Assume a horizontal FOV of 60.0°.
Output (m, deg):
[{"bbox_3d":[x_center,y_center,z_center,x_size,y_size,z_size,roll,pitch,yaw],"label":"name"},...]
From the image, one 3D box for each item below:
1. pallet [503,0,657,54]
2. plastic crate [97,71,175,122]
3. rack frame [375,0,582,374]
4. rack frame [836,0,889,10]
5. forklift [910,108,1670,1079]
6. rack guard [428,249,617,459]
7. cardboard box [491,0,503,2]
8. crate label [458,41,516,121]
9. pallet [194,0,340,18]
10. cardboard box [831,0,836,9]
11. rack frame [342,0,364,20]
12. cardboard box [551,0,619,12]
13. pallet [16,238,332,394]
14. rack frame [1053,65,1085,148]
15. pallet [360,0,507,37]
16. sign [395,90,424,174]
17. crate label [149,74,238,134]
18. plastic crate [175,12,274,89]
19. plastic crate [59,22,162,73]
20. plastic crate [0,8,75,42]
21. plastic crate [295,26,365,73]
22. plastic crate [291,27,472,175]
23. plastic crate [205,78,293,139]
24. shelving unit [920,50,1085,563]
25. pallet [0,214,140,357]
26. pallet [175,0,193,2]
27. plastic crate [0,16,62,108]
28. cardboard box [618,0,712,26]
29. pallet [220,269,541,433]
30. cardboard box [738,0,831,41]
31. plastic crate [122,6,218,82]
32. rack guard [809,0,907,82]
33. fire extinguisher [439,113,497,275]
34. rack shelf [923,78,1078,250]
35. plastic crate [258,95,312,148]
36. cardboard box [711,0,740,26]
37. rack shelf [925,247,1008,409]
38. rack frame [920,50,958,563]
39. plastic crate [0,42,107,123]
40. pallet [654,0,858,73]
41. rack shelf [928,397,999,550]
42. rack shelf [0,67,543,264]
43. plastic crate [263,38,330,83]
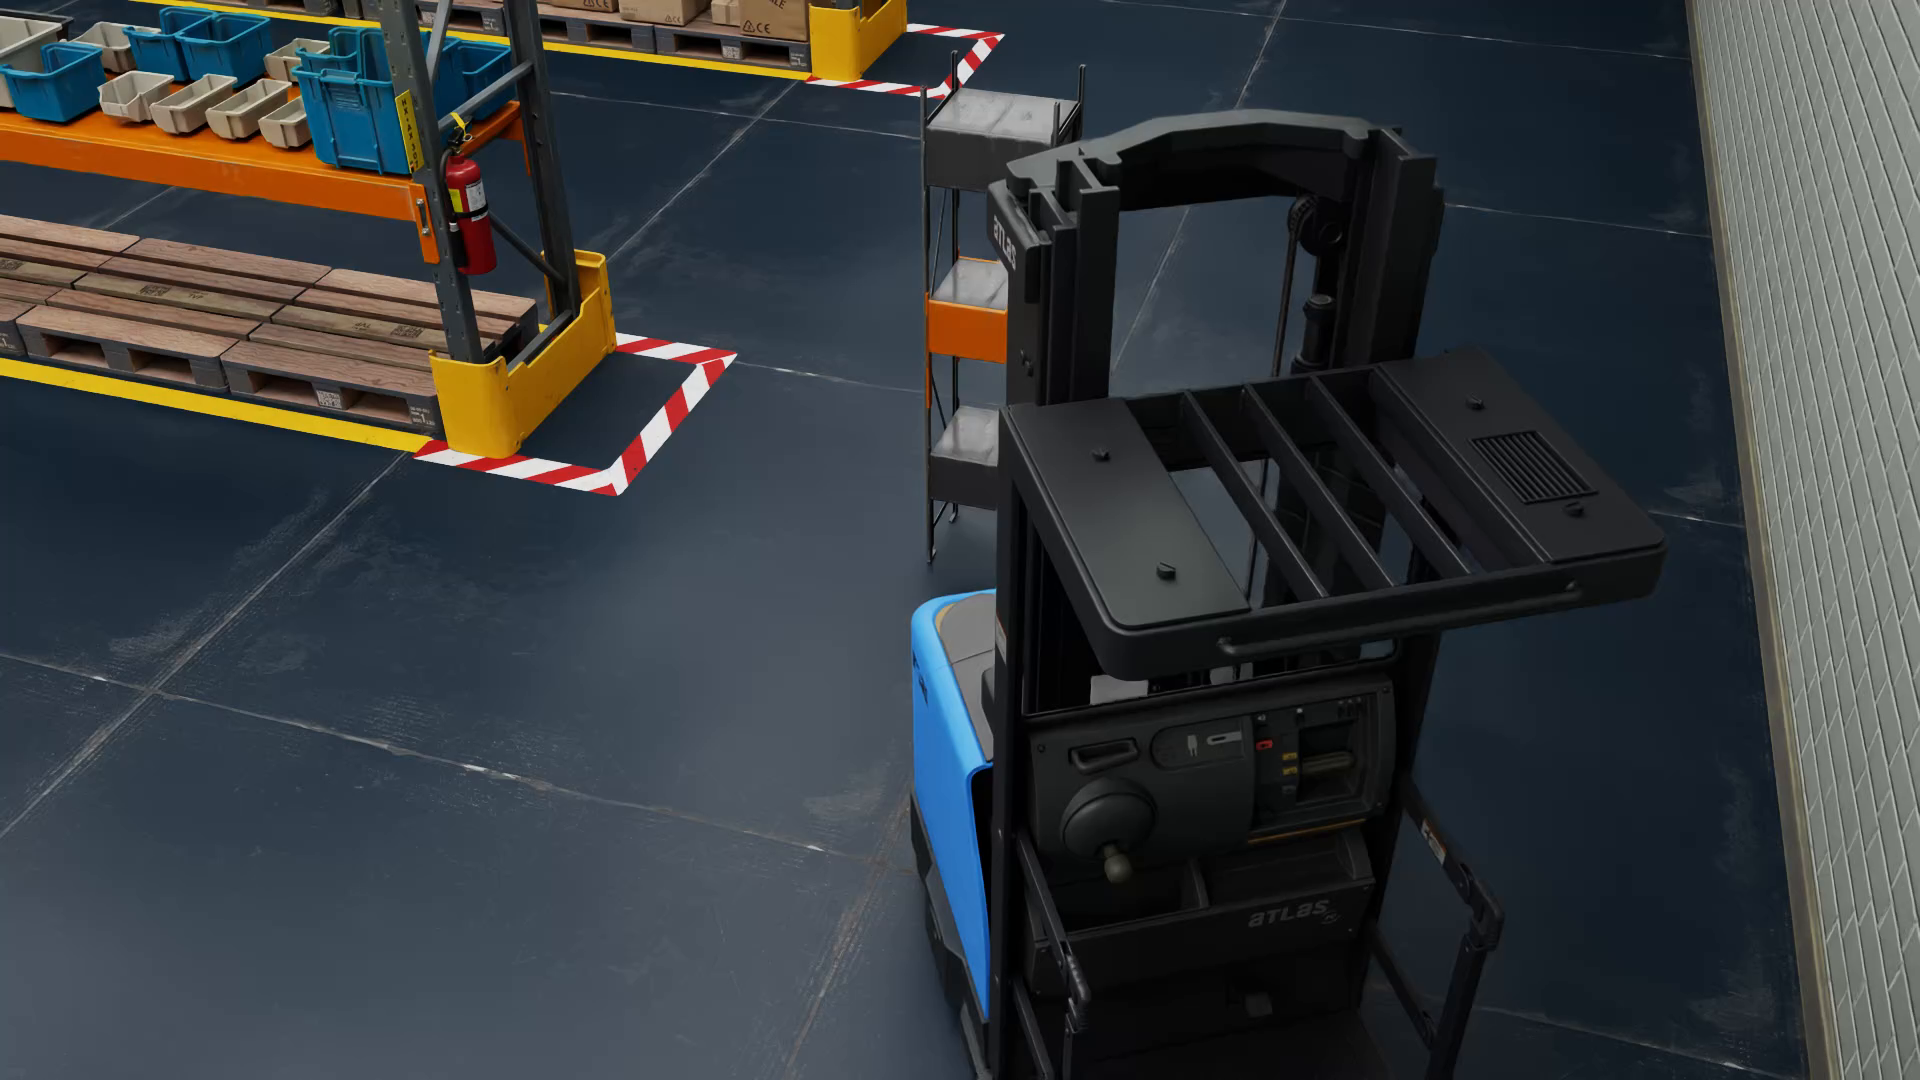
[{"bbox_3d":[-2.638,-3.983,12.484,1.213,0.211,1.003,10,38,14],"label":"pallet"},{"bbox_3d":[-3.790,-2.030,7.649,0.250,0.136,0.298,10,38,14],"label":"plastic crate"},{"bbox_3d":[-2.124,-1.934,7.347,0.127,3.000,1.000,10,38,14],"label":"rack frame"},{"bbox_3d":[-0.643,-4.736,11.154,0.127,3.000,1.000,10,38,14],"label":"rack frame"},{"bbox_3d":[0.679,0.651,3.892,1.130,2.935,3.031,-8,37,-11],"label":"forklift"},{"bbox_3d":[-2.097,-0.930,8.092,0.348,0.500,1.175,10,38,14],"label":"rack guard"},{"bbox_3d":[-3.297,-4.135,12.357,0.250,0.166,0.380,10,38,14],"label":"cardboard box"},{"bbox_3d":[-2.261,-2.120,7.691,0.303,0.233,0.416,10,38,14],"label":"crate label"},{"bbox_3d":[-5.249,-4.442,13.107,1.213,0.211,1.003,10,38,14],"label":"pallet"},{"bbox_3d":[-0.941,-4.033,12.233,0.250,0.149,0.380,10,38,14],"label":"cardboard box"},{"bbox_3d":[-4.461,-5.443,12.114,0.127,3.000,1.000,10,38,14],"label":"rack frame"},{"bbox_3d":[-2.667,-4.285,12.277,0.637,0.503,0.797,10,38,14],"label":"cardboard box"},{"bbox_3d":[-4.060,-1.195,8.696,1.213,0.211,1.003,10,38,14],"label":"pallet"},{"bbox_3d":[0.391,-0.773,6.529,0.015,2.100,0.400,10,38,14],"label":"rack frame"},{"bbox_3d":[-3.806,-4.198,12.775,1.213,0.211,1.003,10,38,14],"label":"pallet"},{"bbox_3d":[-2.273,-1.685,6.872,0.005,0.325,0.100,10,38,14],"label":"sign"},{"bbox_3d":[-3.502,-1.988,7.593,0.243,0.136,0.396,10,38,14],"label":"crate label"},{"bbox_3d":[-3.518,-2.353,8.007,0.300,0.233,0.416,10,38,14],"label":"plastic crate"},{"bbox_3d":[-4.190,-2.421,8.181,0.466,0.136,0.293,10,38,14],"label":"plastic crate"},{"bbox_3d":[-4.794,-2.508,8.309,0.590,0.125,0.437,10,38,14],"label":"plastic crate"},{"bbox_3d":[-2.890,-2.237,7.849,0.300,0.233,0.416,10,38,14],"label":"plastic crate"},{"bbox_3d":[-2.499,-1.926,7.255,0.499,0.435,0.616,10,38,14],"label":"plastic crate"},{"bbox_3d":[-3.229,-1.953,7.544,0.243,0.136,0.396,10,38,14],"label":"plastic crate"},{"bbox_3d":[0.158,-0.816,6.588,0.503,2.100,0.431,10,38,14],"label":"shelving unit"},{"bbox_3d":[-5.229,-1.410,8.987,1.213,0.211,1.003,10,38,14],"label":"pallet"},{"bbox_3d":[-6.417,-4.656,13.399,1.213,0.211,1.003,10,38,14],"label":"pallet"},{"bbox_3d":[-4.539,-2.243,7.816,0.530,0.282,0.437,10,38,14],"label":"plastic crate"},{"bbox_3d":[-2.134,-3.947,12.031,0.500,0.250,0.500,10,38,14],"label":"cardboard box"},{"bbox_3d":[-2.900,-0.978,8.401,1.213,0.211,1.003,10,38,14],"label":"pallet"},{"bbox_3d":[-1.236,-3.863,11.705,0.500,0.500,0.500,10,38,14],"label":"cardboard box"},{"bbox_3d":[-3.805,-2.406,8.079,0.300,0.233,0.416,10,38,14],"label":"plastic crate"},{"bbox_3d":[-0.716,-3.742,11.913,0.348,0.500,1.175,10,38,14],"label":"rack guard"},{"bbox_3d":[-2.116,-1.469,7.095,0.183,0.674,0.296,10,38,14],"label":"fire extinguisher"},{"bbox_3d":[0.158,-1.369,6.181,0.480,0.518,0.431,10,38,14],"label":"rack shelf"},{"bbox_3d":[-2.956,-1.893,7.464,0.243,0.136,0.396,10,38,14],"label":"plastic crate"},{"bbox_3d":[-1.596,-3.851,11.971,0.250,0.166,0.380,10,38,14],"label":"cardboard box"},{"bbox_3d":[0.158,-0.805,6.596,0.480,0.518,0.431,10,38,14],"label":"rack shelf"},{"bbox_3d":[-0.075,-0.860,6.646,0.015,2.100,0.400,10,38,14],"label":"rack frame"},{"bbox_3d":[-4.161,-2.108,7.675,0.300,0.233,0.416,10,38,14],"label":"plastic crate"},{"bbox_3d":[-1.477,-3.766,12.189,1.213,0.211,1.003,10,38,14],"label":"pallet"},{"bbox_3d":[0.158,-0.242,7.011,0.480,0.518,0.431,10,38,14],"label":"rack shelf"},{"bbox_3d":[-4.033,-1.997,8.040,4.000,0.370,1.077,10,38,14],"label":"rack shelf"},{"bbox_3d":[-3.190,-2.305,8.023,0.298,0.136,0.250,10,38,14],"label":"plastic crate"}]
